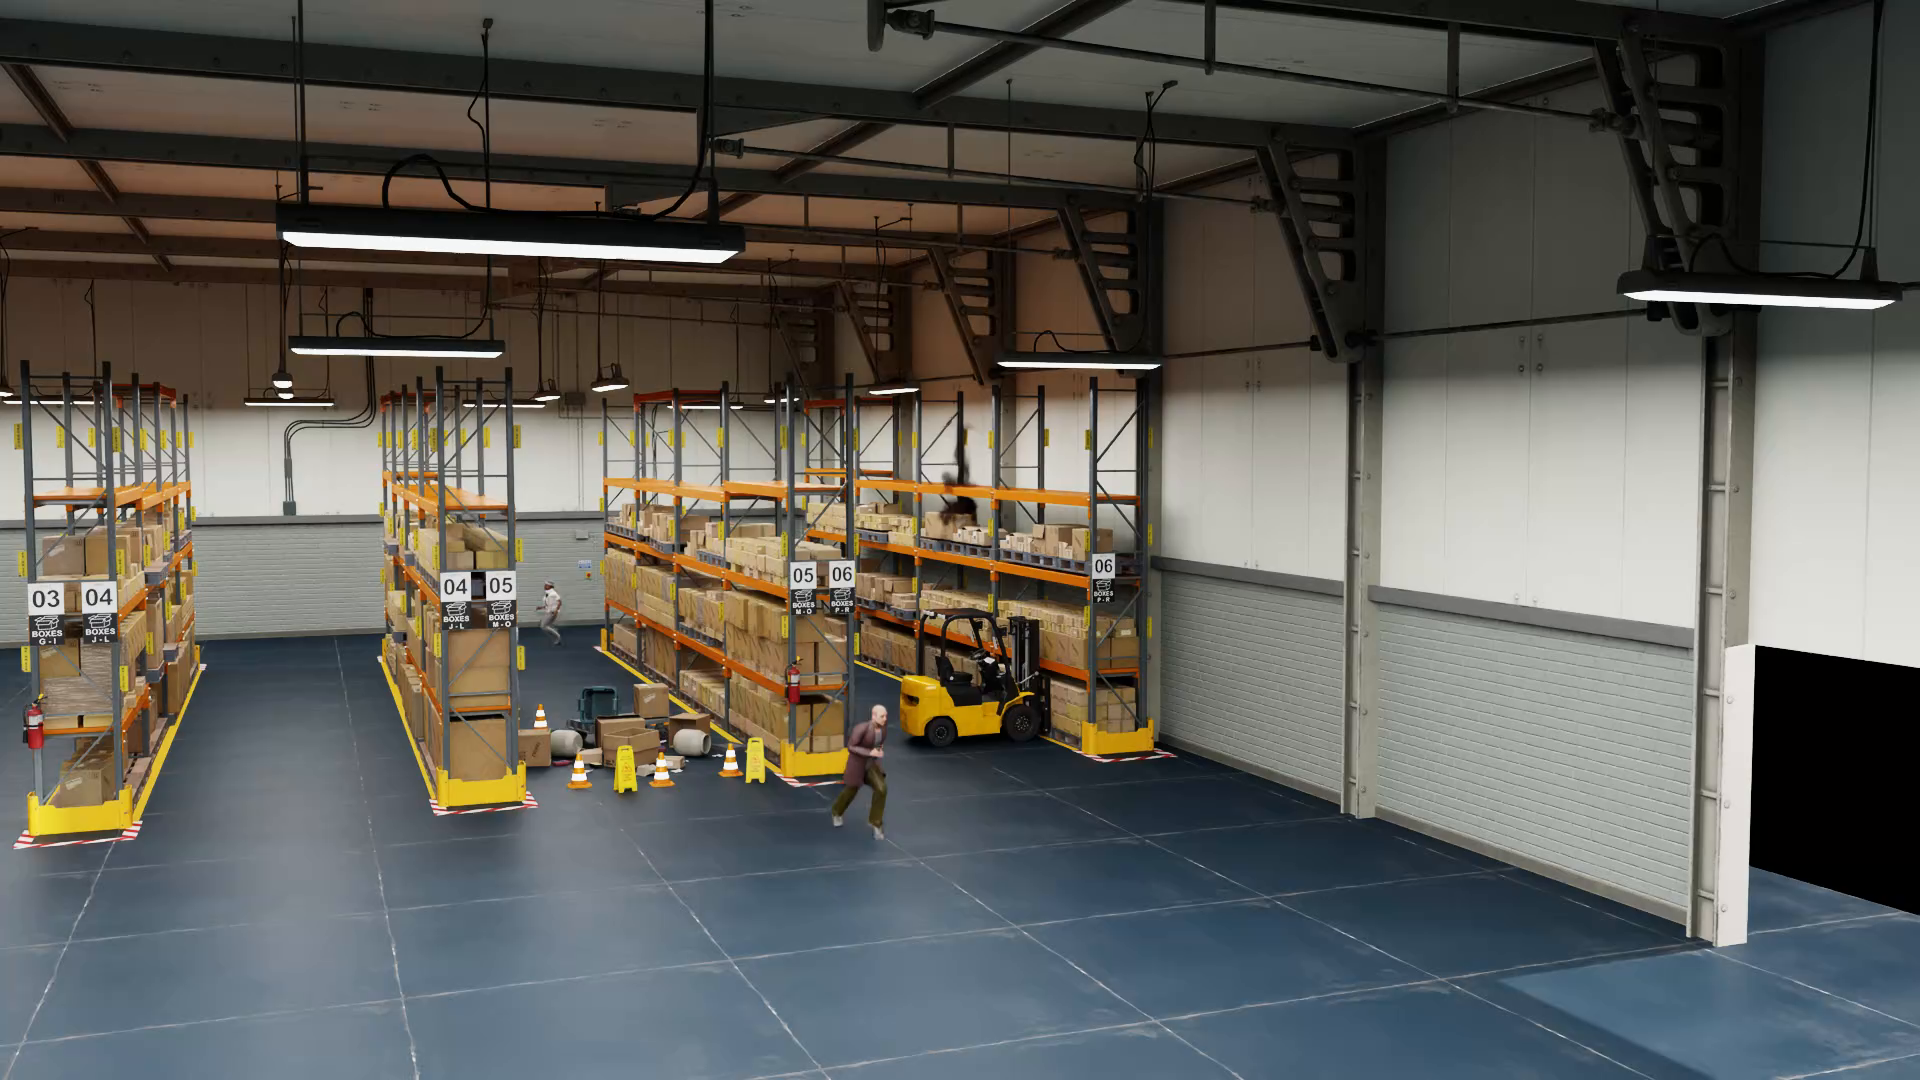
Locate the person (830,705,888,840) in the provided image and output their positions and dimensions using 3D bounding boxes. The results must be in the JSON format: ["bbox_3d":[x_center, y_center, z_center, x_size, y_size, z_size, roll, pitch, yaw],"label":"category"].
[{"bbox_3d":[-1.265,2.918,21.113,1.068,1.743,0.752,3,5,44],"label":"person"}]

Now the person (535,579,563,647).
[{"bbox_3d":[-9.896,1.764,40.069,0.664,1.648,0.551,-2,4,-27],"label":"person"}]
